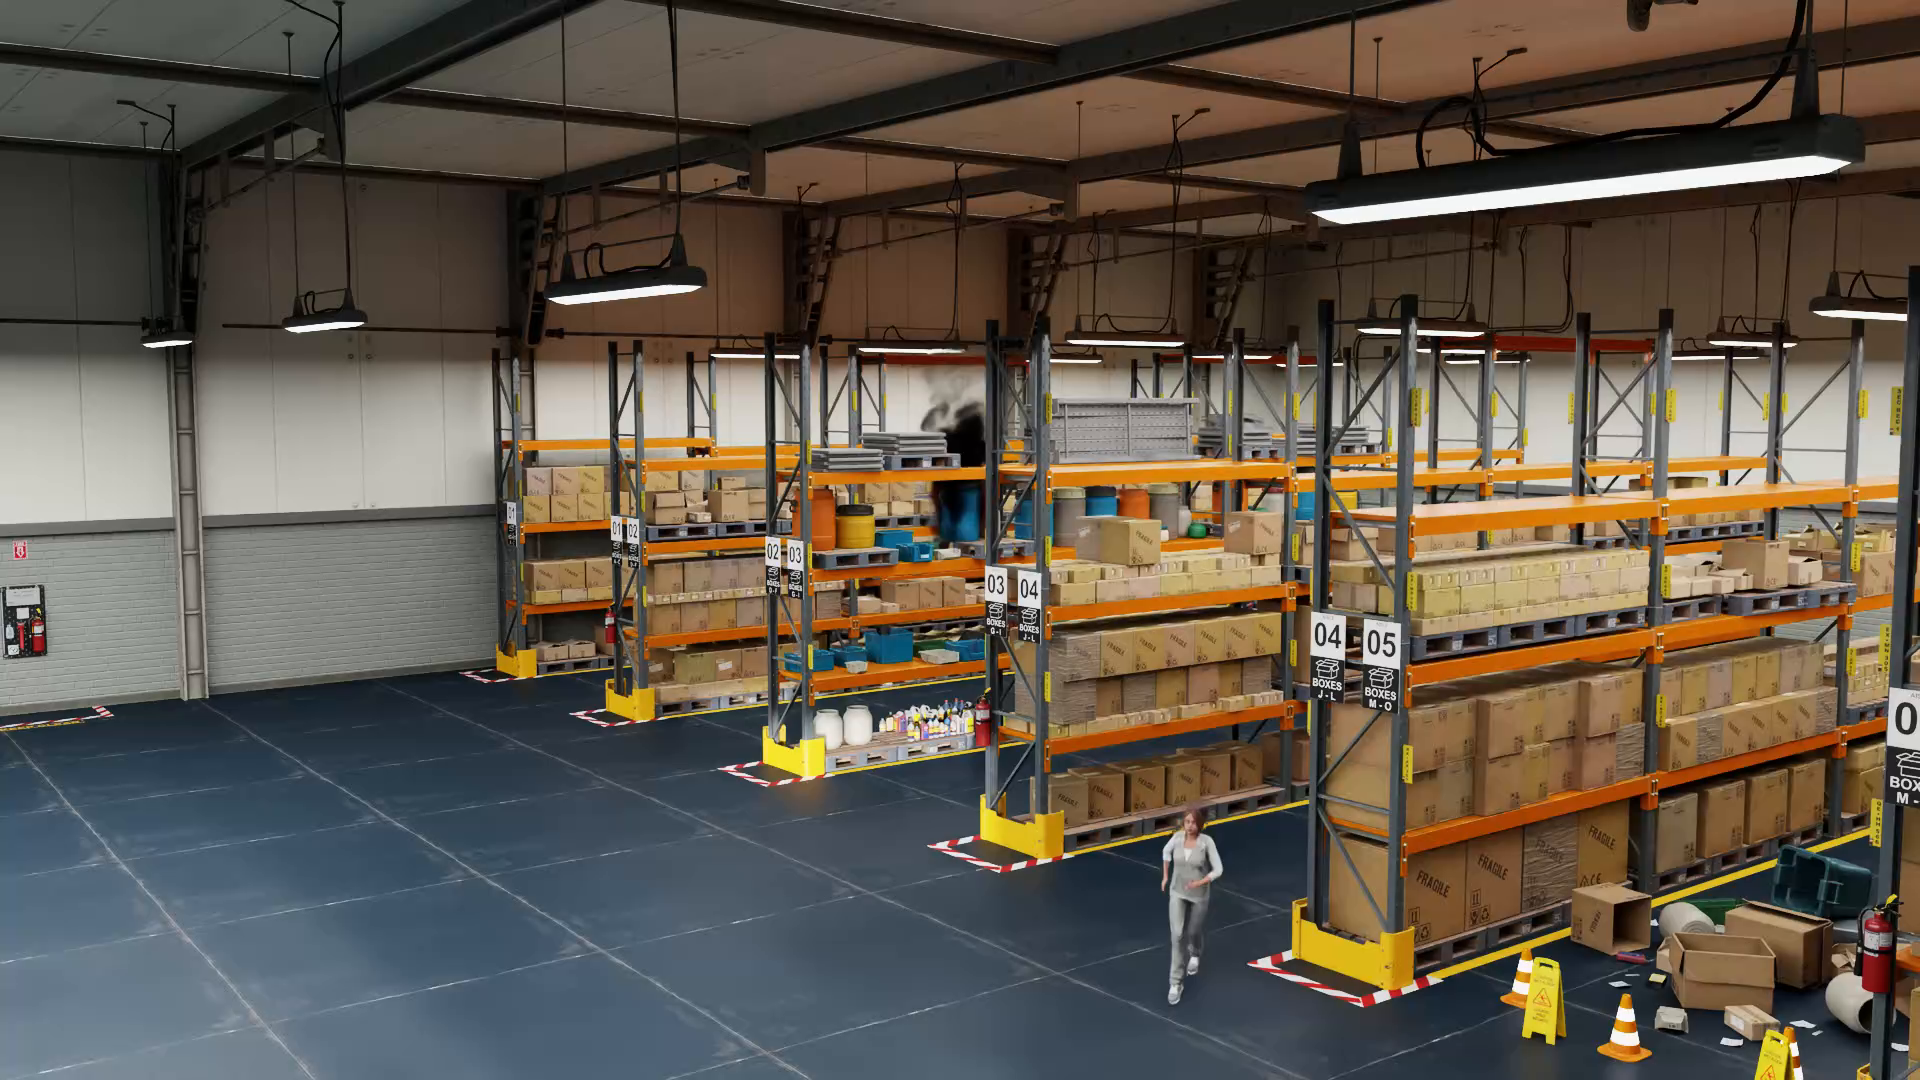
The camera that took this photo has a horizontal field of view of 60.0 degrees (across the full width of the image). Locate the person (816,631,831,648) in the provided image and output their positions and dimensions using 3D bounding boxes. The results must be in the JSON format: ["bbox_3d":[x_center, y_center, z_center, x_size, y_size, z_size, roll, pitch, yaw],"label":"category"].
[{"bbox_3d":[-2.510,1.653,30.683,0.878,1.596,0.537,-5,7,-44],"label":"person"}]

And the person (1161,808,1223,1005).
[{"bbox_3d":[2.000,3.097,14.381,0.546,1.610,0.853,1,5,15],"label":"person"}]
